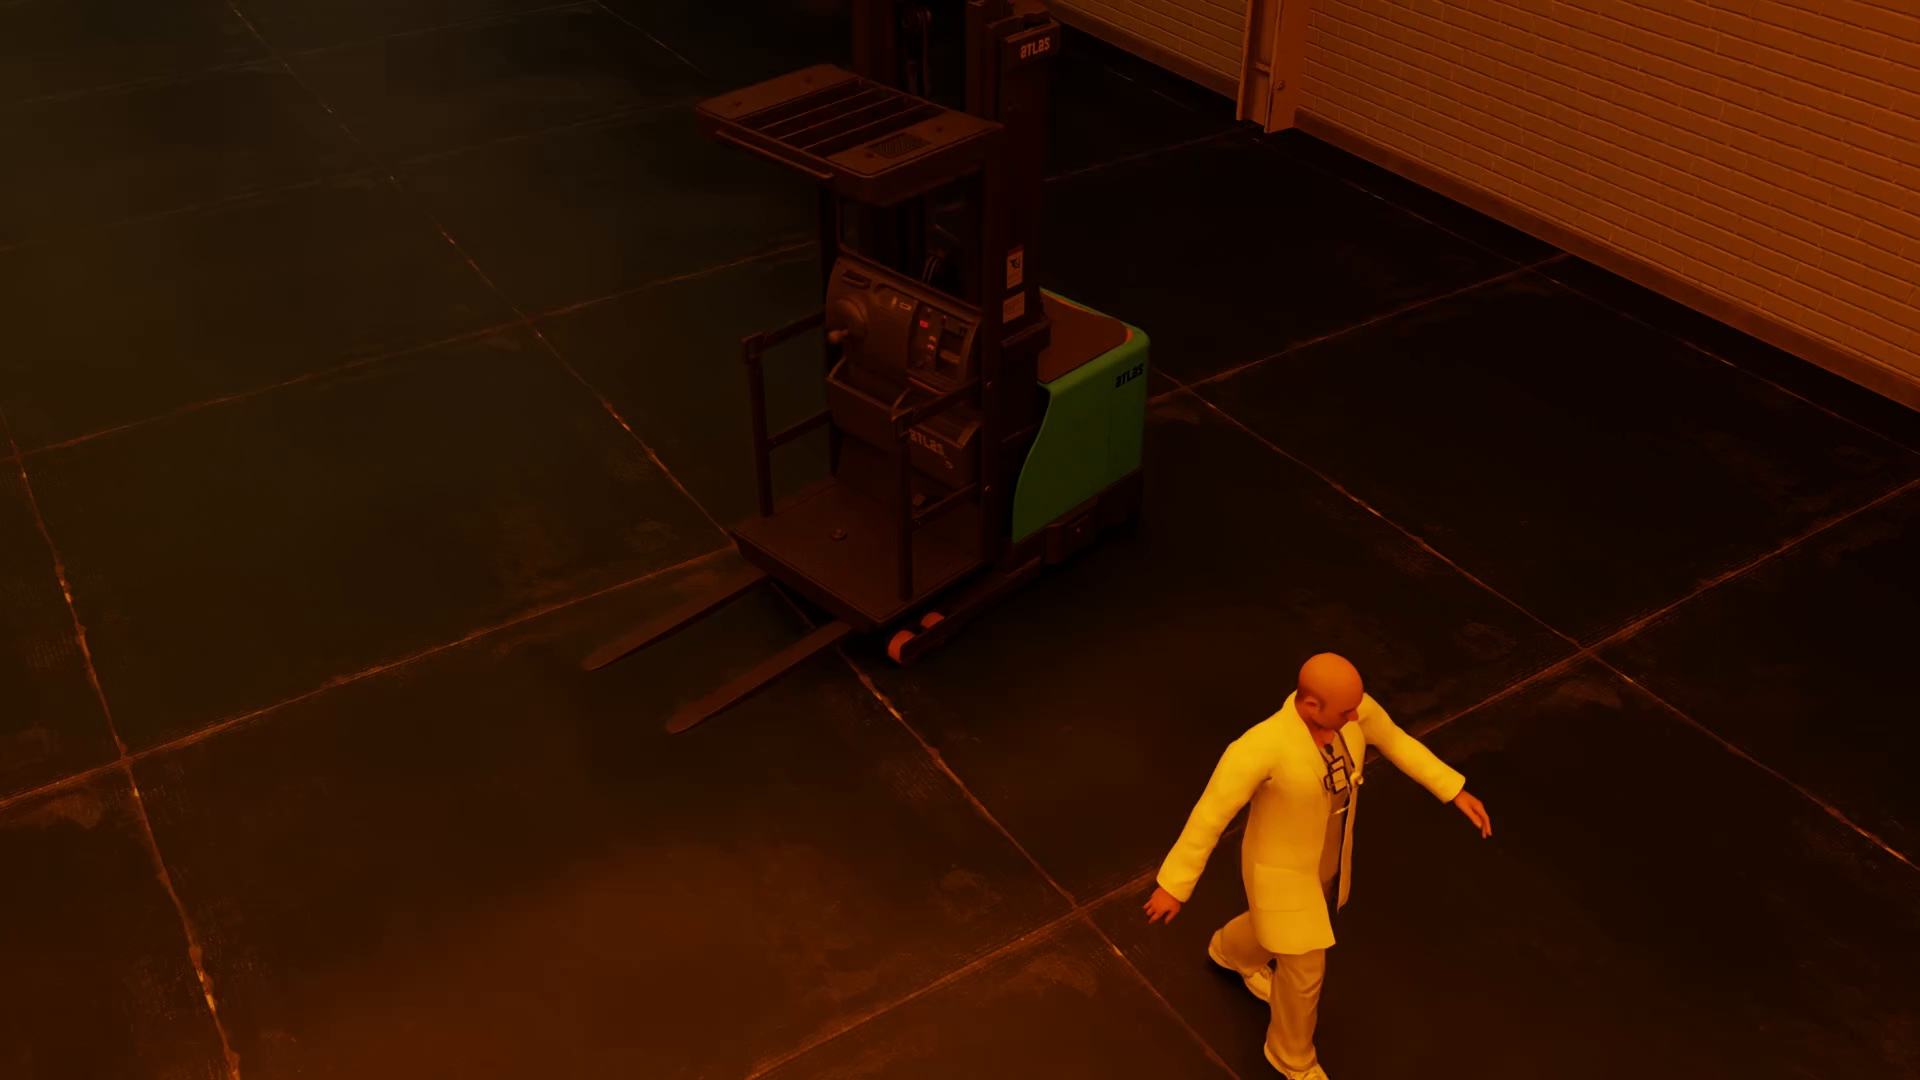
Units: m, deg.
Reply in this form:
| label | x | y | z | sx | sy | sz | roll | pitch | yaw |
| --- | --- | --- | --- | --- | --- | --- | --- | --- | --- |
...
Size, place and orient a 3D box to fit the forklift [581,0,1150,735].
| label | x | y | z | sx | sy | sz | roll | pitch | yaw |
| --- | --- | --- | --- | --- | --- | --- | --- | --- | --- |
| forklift | -0.420 | -0.942 | 7.488 | 1.130 | 2.935 | 3.031 | 29 | 44 | 35 |

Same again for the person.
| label | x | y | z | sx | sy | sz | roll | pitch | yaw |
| --- | --- | --- | --- | --- | --- | --- | --- | --- | --- |
| person | 1.153 | 1.113 | 5.605 | 1.016 | 1.759 | 0.804 | -26 | 43 | -32 |
